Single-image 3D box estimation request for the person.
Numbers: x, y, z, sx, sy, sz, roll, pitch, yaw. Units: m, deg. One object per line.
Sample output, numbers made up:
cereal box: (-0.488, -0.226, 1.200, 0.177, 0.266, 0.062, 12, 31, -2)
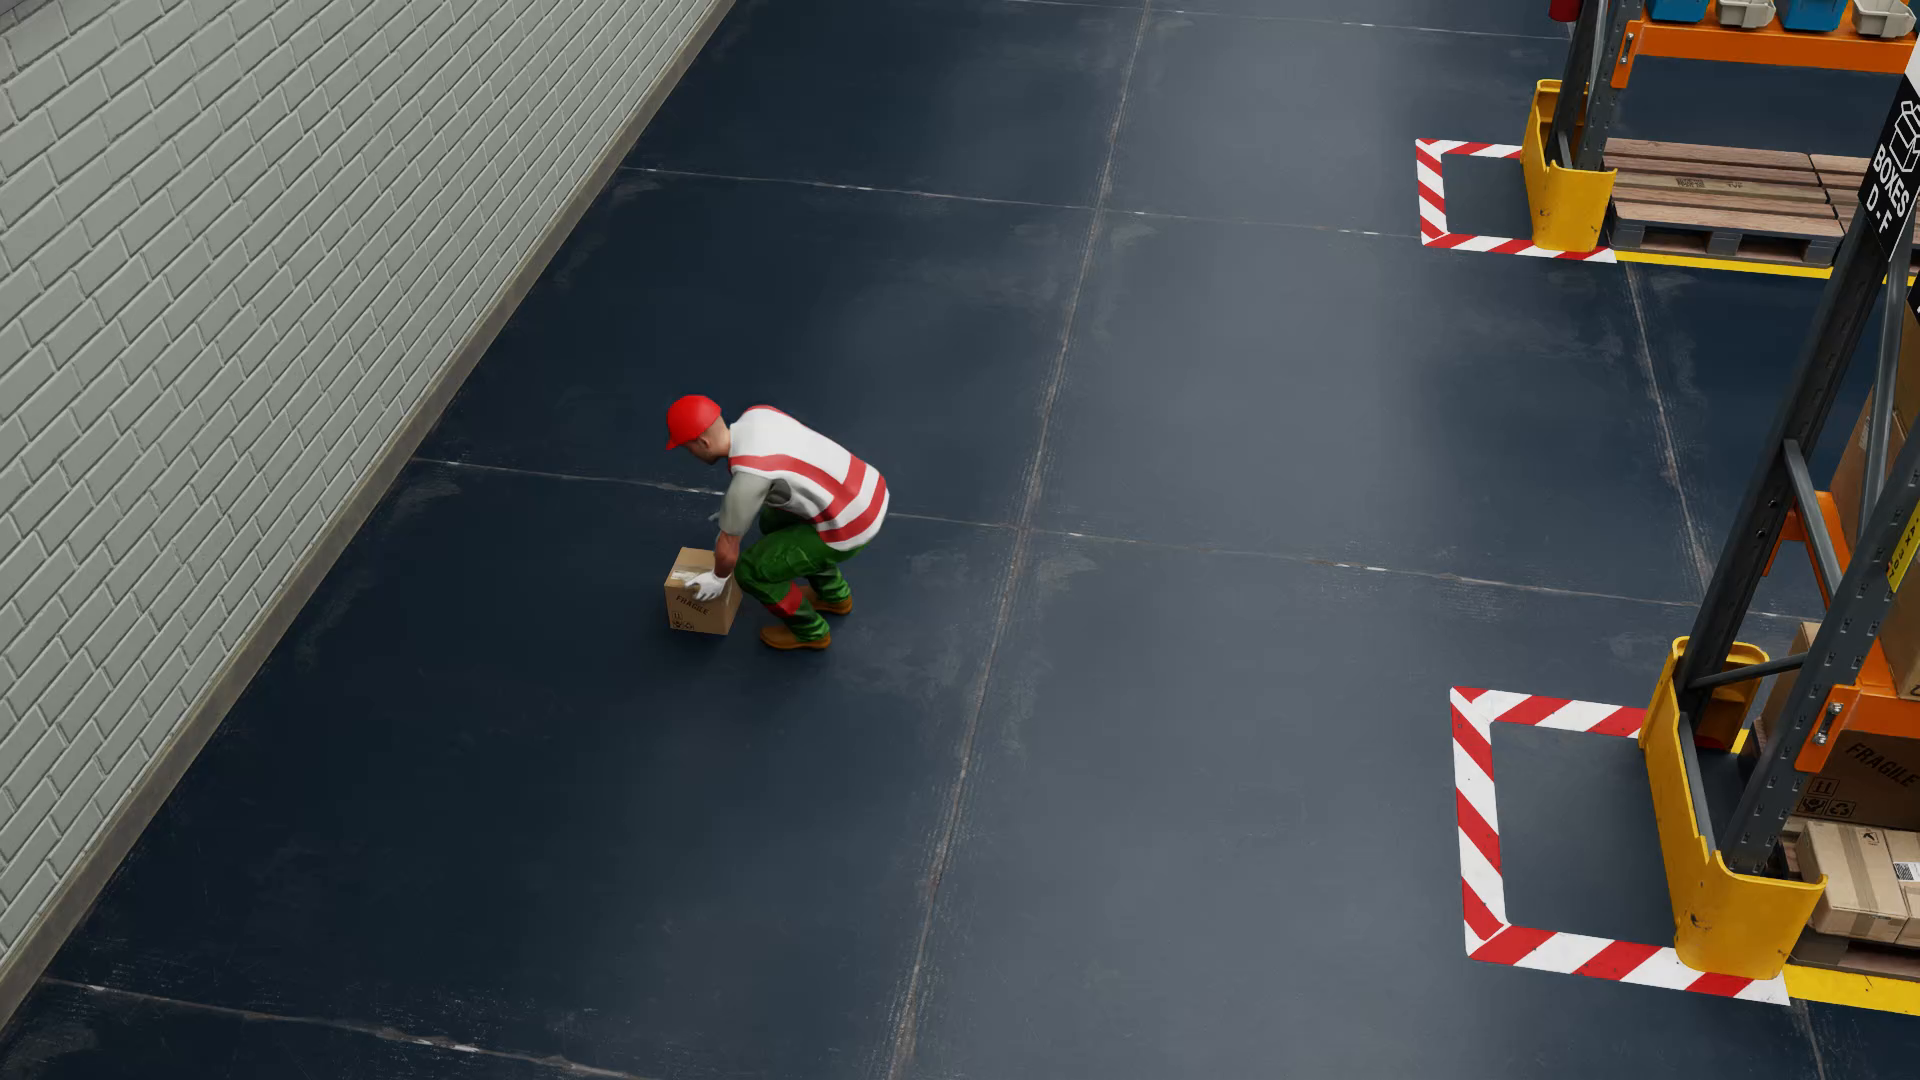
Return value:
person: (-0.721, -0.070, 6.701, 0.852, 1.172, 0.584, 6, 41, 8)
